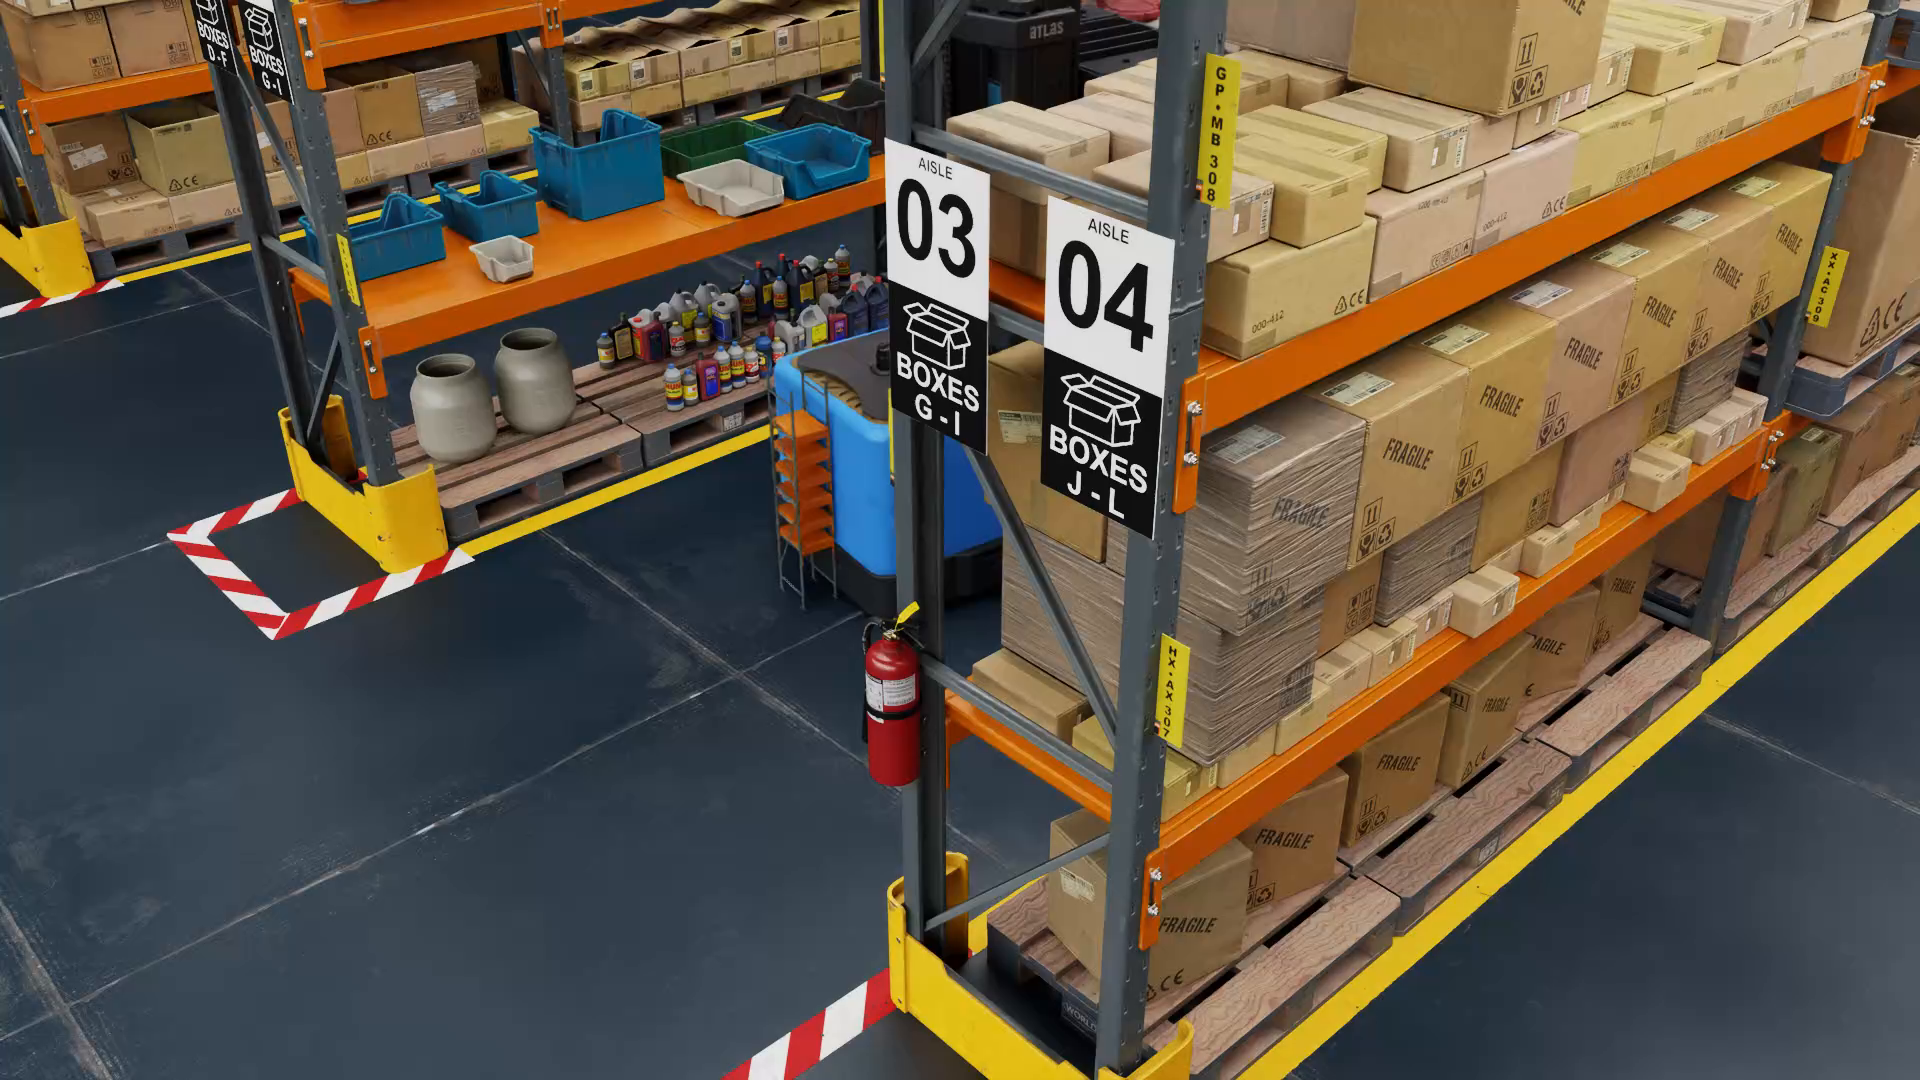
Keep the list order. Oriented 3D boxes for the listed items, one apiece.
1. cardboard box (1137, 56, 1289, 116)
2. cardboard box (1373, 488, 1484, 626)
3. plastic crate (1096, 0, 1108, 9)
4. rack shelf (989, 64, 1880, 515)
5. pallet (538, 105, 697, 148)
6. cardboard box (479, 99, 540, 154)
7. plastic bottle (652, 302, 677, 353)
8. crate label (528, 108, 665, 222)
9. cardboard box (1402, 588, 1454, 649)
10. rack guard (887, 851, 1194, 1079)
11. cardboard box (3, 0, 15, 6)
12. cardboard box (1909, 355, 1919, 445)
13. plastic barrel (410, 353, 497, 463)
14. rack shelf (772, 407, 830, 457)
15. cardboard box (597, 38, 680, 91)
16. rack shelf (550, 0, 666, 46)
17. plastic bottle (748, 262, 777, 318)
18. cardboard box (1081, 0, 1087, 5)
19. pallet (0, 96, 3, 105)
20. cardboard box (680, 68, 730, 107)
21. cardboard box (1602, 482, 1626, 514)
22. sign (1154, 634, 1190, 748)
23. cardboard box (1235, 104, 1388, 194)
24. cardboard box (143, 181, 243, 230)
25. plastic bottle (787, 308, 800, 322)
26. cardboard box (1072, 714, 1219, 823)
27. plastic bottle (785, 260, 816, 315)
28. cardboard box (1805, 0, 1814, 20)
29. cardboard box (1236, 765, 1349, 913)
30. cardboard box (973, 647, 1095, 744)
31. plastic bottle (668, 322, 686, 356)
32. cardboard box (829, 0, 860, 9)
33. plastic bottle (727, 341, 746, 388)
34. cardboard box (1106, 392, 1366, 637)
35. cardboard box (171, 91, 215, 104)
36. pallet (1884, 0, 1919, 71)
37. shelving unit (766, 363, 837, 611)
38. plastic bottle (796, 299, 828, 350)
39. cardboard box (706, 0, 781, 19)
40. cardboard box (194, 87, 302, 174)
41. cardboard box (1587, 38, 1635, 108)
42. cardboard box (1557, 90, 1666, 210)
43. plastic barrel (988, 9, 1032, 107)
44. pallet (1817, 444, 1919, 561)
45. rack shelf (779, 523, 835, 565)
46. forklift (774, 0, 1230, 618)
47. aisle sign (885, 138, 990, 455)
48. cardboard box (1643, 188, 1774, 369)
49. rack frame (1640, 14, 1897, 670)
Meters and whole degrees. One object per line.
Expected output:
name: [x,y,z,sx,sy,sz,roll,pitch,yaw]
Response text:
cardboard box: [0.744,-1.327,4.931,0.250,0.149,0.380,-26,40,-35]
cardboard box: [1.291,-0.177,5.783,0.500,0.500,0.875,-26,40,-35]
plastic crate: [1.293,-3.742,11.934,0.583,0.464,0.402,-26,40,-35]
rack shelf: [1.654,-1.121,5.522,4.000,0.370,1.077,-26,40,-35]
pallet: [-3.098,-3.735,14.656,1.213,0.211,1.003,-26,40,-35]
cardboard box: [-3.803,-3.407,13.679,0.500,0.250,0.500,-26,40,-35]
plastic bottle: [-1.826,-1.307,10.201,0.135,0.276,0.152,-27,41,-37]
crate label: [-2.014,-2.105,9.283,0.616,0.435,0.502,-26,40,-35]
cardboard box: [1.471,0.212,5.768,0.250,0.149,0.380,-26,40,-35]
rack guard: [0.243,1.601,5.653,0.348,0.500,1.175,-26,40,-35]
cardboard box: [-6.394,-3.758,11.302,0.250,0.149,0.380,-27,40,-36]
cardboard box: [5.178,-0.951,9.404,0.700,0.500,0.500,25,40,35]
plastic barrel: [-2.749,-0.714,9.025,0.421,0.512,0.421,0,31,0]
rack shelf: [-0.755,-0.510,7.829,0.180,0.103,0.258,-20,37,-29]
cardboard box: [-2.769,-4.121,14.309,0.500,0.311,0.500,-26,40,-36]
rack shelf: [-2.145,-5.051,14.825,4.000,0.370,1.077,-26,40,-35]
plastic bottle: [-1.259,-1.615,10.634,0.144,0.351,0.185,27,41,37]
cardboard box: [0.980,-5.792,17.321,0.500,0.500,0.500,-27,41,-37]
pallet: [-9.240,-4.235,15.474,1.213,0.211,1.003,-26,40,-35]
cardboard box: [-2.394,-4.069,14.761,0.500,0.250,0.500,-27,41,-37]
cardboard box: [2.369,-0.242,6.511,0.250,0.149,0.380,-26,40,-35]
sign: [0.557,0.399,4.392,0.005,0.325,0.100,-26,40,-35]
cardboard box: [0.904,-1.026,4.438,0.250,0.149,0.380,-27,40,-36]
cardboard box: [-5.636,-2.520,12.229,0.500,0.250,0.500,-26,40,-35]
plastic bottle: [-0.989,-1.290,10.166,0.133,0.283,0.061,-26,40,-35]
cardboard box: [0.559,0.658,5.039,0.250,0.149,0.380,-26,40,-35]
plastic bottle: [-1.023,-1.627,10.653,0.185,0.351,0.144,-26,40,-35]
cardboard box: [2.821,-1.958,5.963,0.250,0.149,0.380,-25,40,-35]
cardboard box: [1.072,1.008,6.220,0.500,0.500,0.500,-15,35,-23]
cardboard box: [0.256,0.488,5.317,0.250,0.149,0.380,-26,40,-35]
plastic bottle: [-1.728,-1.234,10.153,0.097,0.201,0.097,0,31,0]
cardboard box: [-0.895,-5.033,15.801,0.500,0.311,0.500,-25,39,-34]
plastic bottle: [-1.314,-1.038,9.766,0.097,0.271,0.097,0,31,0]
cardboard box: [0.776,-0.126,4.741,0.500,0.500,0.500,-26,40,-35]
cardboard box: [-5.631,-3.220,12.655,0.500,0.500,0.500,-26,40,-35]
pallet: [3.646,-2.236,6.835,1.003,0.211,1.213,-26,40,-35]
shelving unit: [-0.755,-0.241,7.994,0.189,1.200,0.258,-20,37,-29]
plastic bottle: [-0.901,-1.289,10.100,0.185,0.351,0.144,-26,40,-36]
cardboard box: [-2.018,-4.870,15.534,0.500,0.311,0.500,-27,41,-37]
cardboard box: [-5.277,-3.021,12.330,0.500,0.500,0.500,-26,40,-35]
cardboard box: [1.858,-1.486,5.192,0.250,0.149,0.380,-28,41,-37]
cardboard box: [1.835,-1.273,5.224,0.500,0.250,0.500,-24,39,-34]
plastic barrel: [0.243,-2.987,10.280,0.708,0.901,0.600,-26,40,-35]
pallet: [4.586,-0.380,9.169,1.213,0.211,1.003,-26,40,-35]
rack shelf: [-0.755,0.002,8.142,0.180,0.103,0.258,-20,37,-29]
forklift: [0.575,-1.457,8.323,3.031,2.935,1.130,-20,37,-29]
aisle sign: [-0.062,-0.641,4.431,0.004,0.787,0.394,-26,40,-35]
cardboard box: [2.612,-1.011,6.189,0.500,0.500,0.500,-26,40,-35]
rack frame: [3.121,-0.858,7.277,0.127,3.000,1.000,-26,40,-35]
